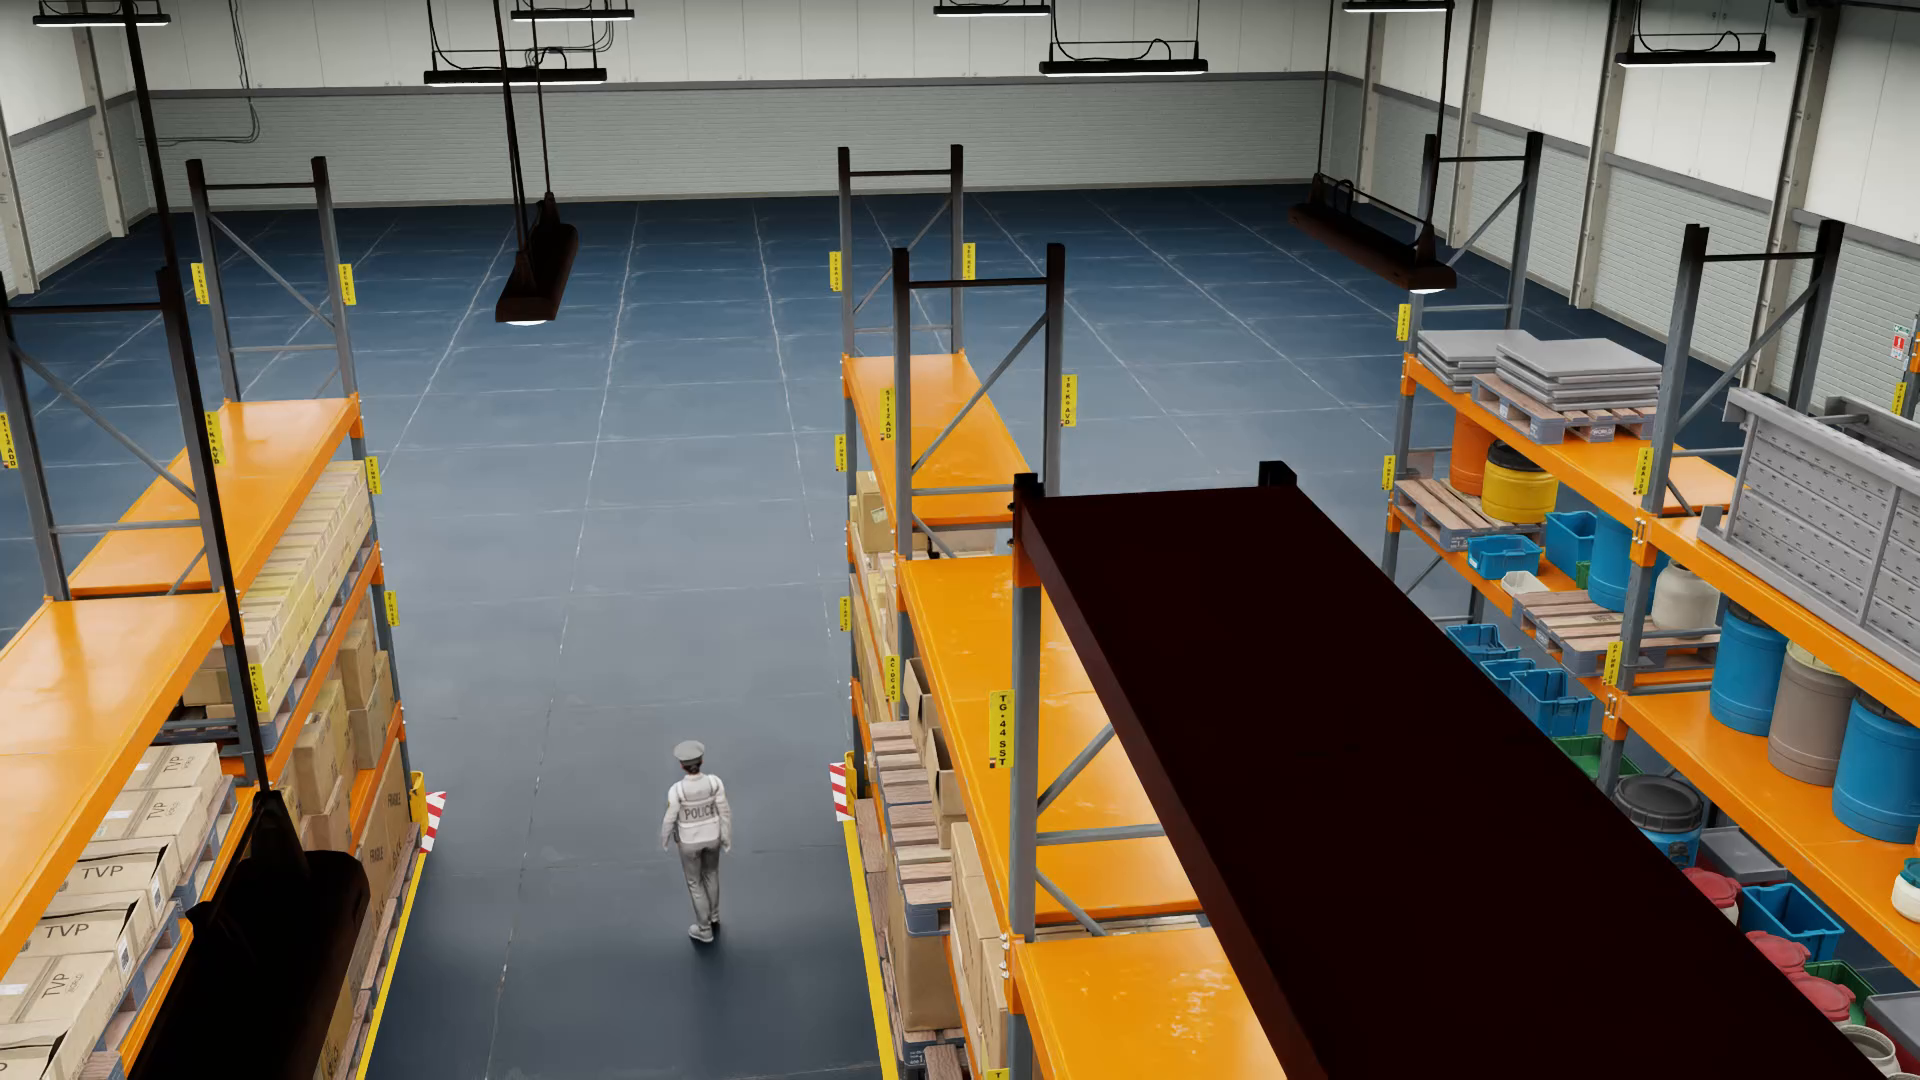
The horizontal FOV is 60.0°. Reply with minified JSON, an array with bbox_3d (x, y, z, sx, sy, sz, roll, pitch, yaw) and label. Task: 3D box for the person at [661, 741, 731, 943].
[{"bbox_3d":[-2.095,2.432,13.301,0.533,1.724,0.481,-11,24,-26],"label":"person"}]
